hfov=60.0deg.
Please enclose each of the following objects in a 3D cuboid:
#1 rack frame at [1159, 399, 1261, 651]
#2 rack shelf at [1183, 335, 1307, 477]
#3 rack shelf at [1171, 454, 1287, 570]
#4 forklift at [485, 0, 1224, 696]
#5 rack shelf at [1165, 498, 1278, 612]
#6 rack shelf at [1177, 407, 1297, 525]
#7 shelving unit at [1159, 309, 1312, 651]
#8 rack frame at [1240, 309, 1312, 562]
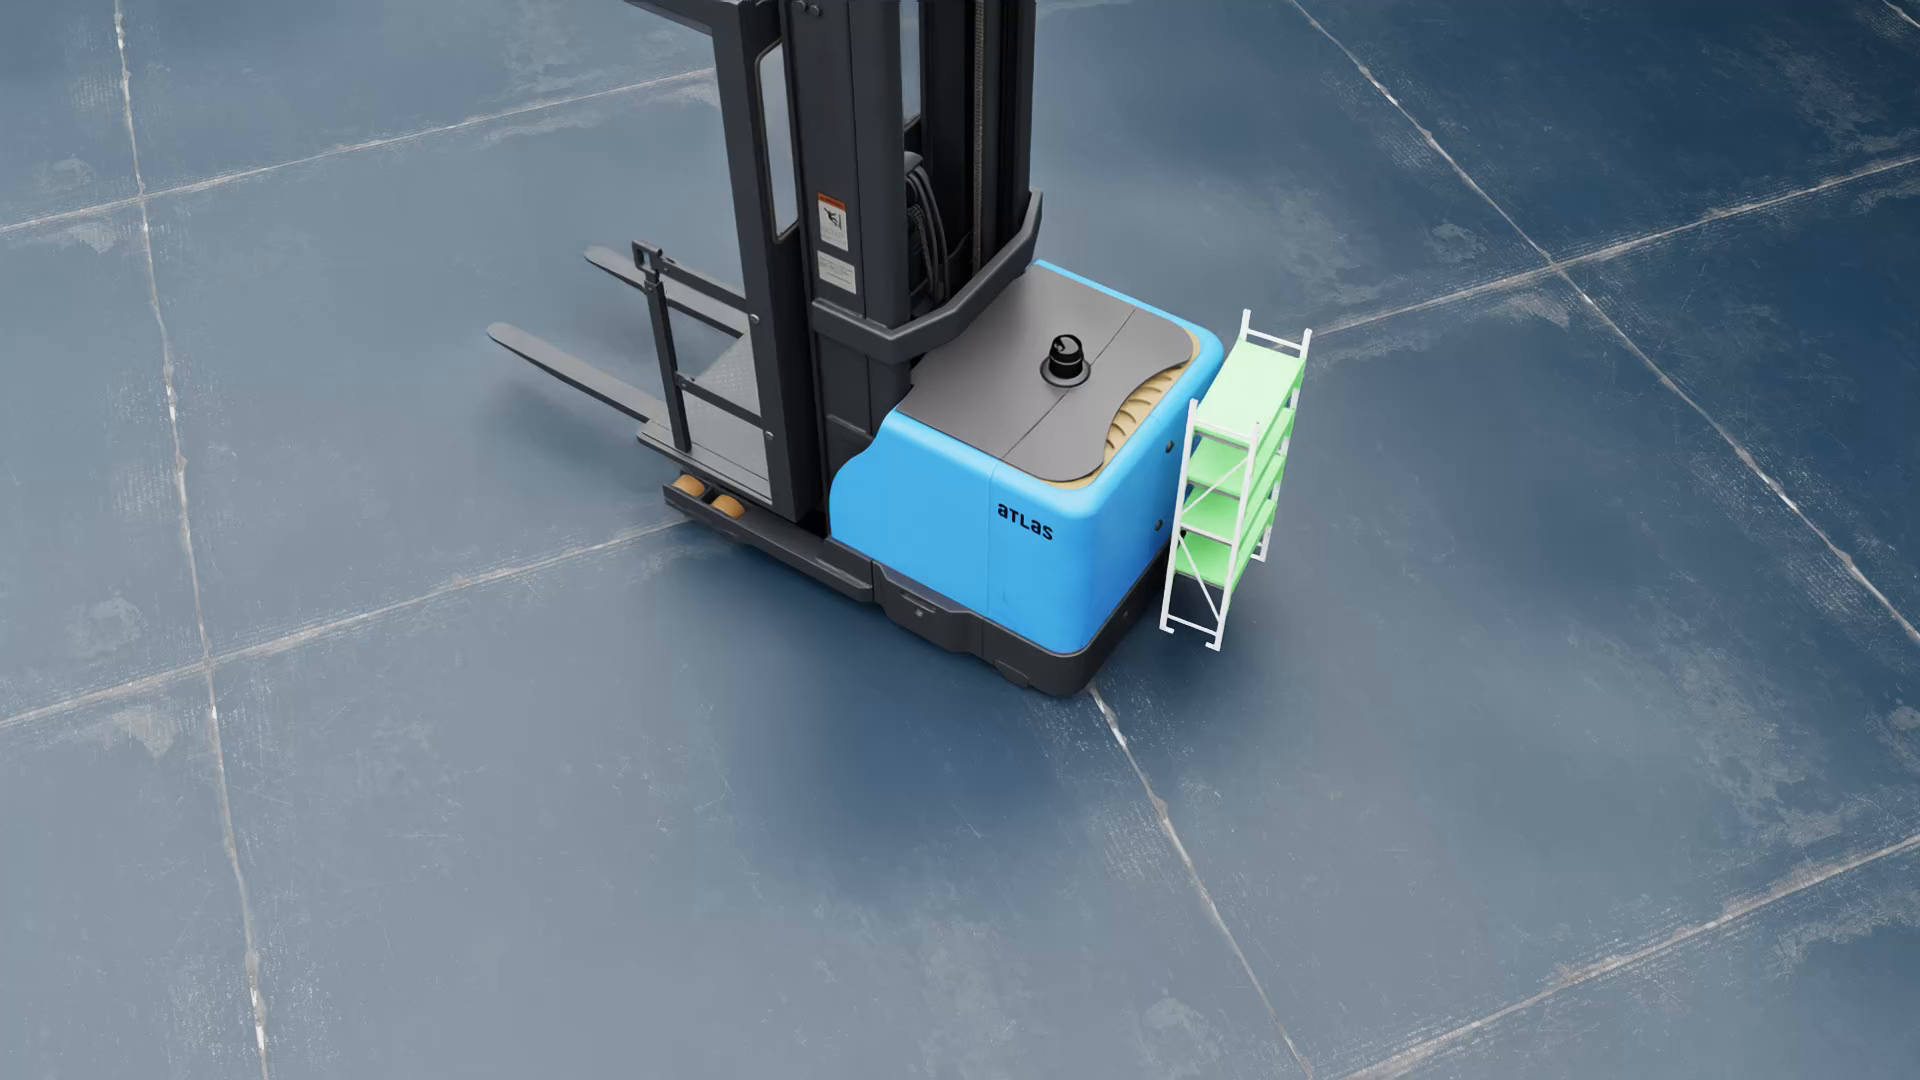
[{"bbox_3d":[0.861,-0.021,5.817,0.240,1.200,0.015,21,52,18],"label":"rack frame"},{"bbox_3d":[0.969,-0.459,5.644,0.258,0.148,0.480,21,52,18],"label":"rack shelf"},{"bbox_3d":[0.973,-0.145,6.007,0.258,0.148,0.480,21,52,18],"label":"rack shelf"},{"bbox_3d":[-0.573,-1.277,5.756,3.031,2.935,1.130,27,54,21],"label":"forklift"},{"bbox_3d":[0.974,0.013,6.188,0.258,0.148,0.480,21,52,18],"label":"rack shelf"},{"bbox_3d":[0.971,-0.302,5.825,0.258,0.148,0.480,21,52,18],"label":"rack shelf"},{"bbox_3d":[0.972,-0.186,5.958,0.258,1.200,0.503,21,52,18],"label":"shelving unit"},{"bbox_3d":[1.083,-0.351,6.100,0.240,1.200,0.015,21,52,18],"label":"rack frame"}]
